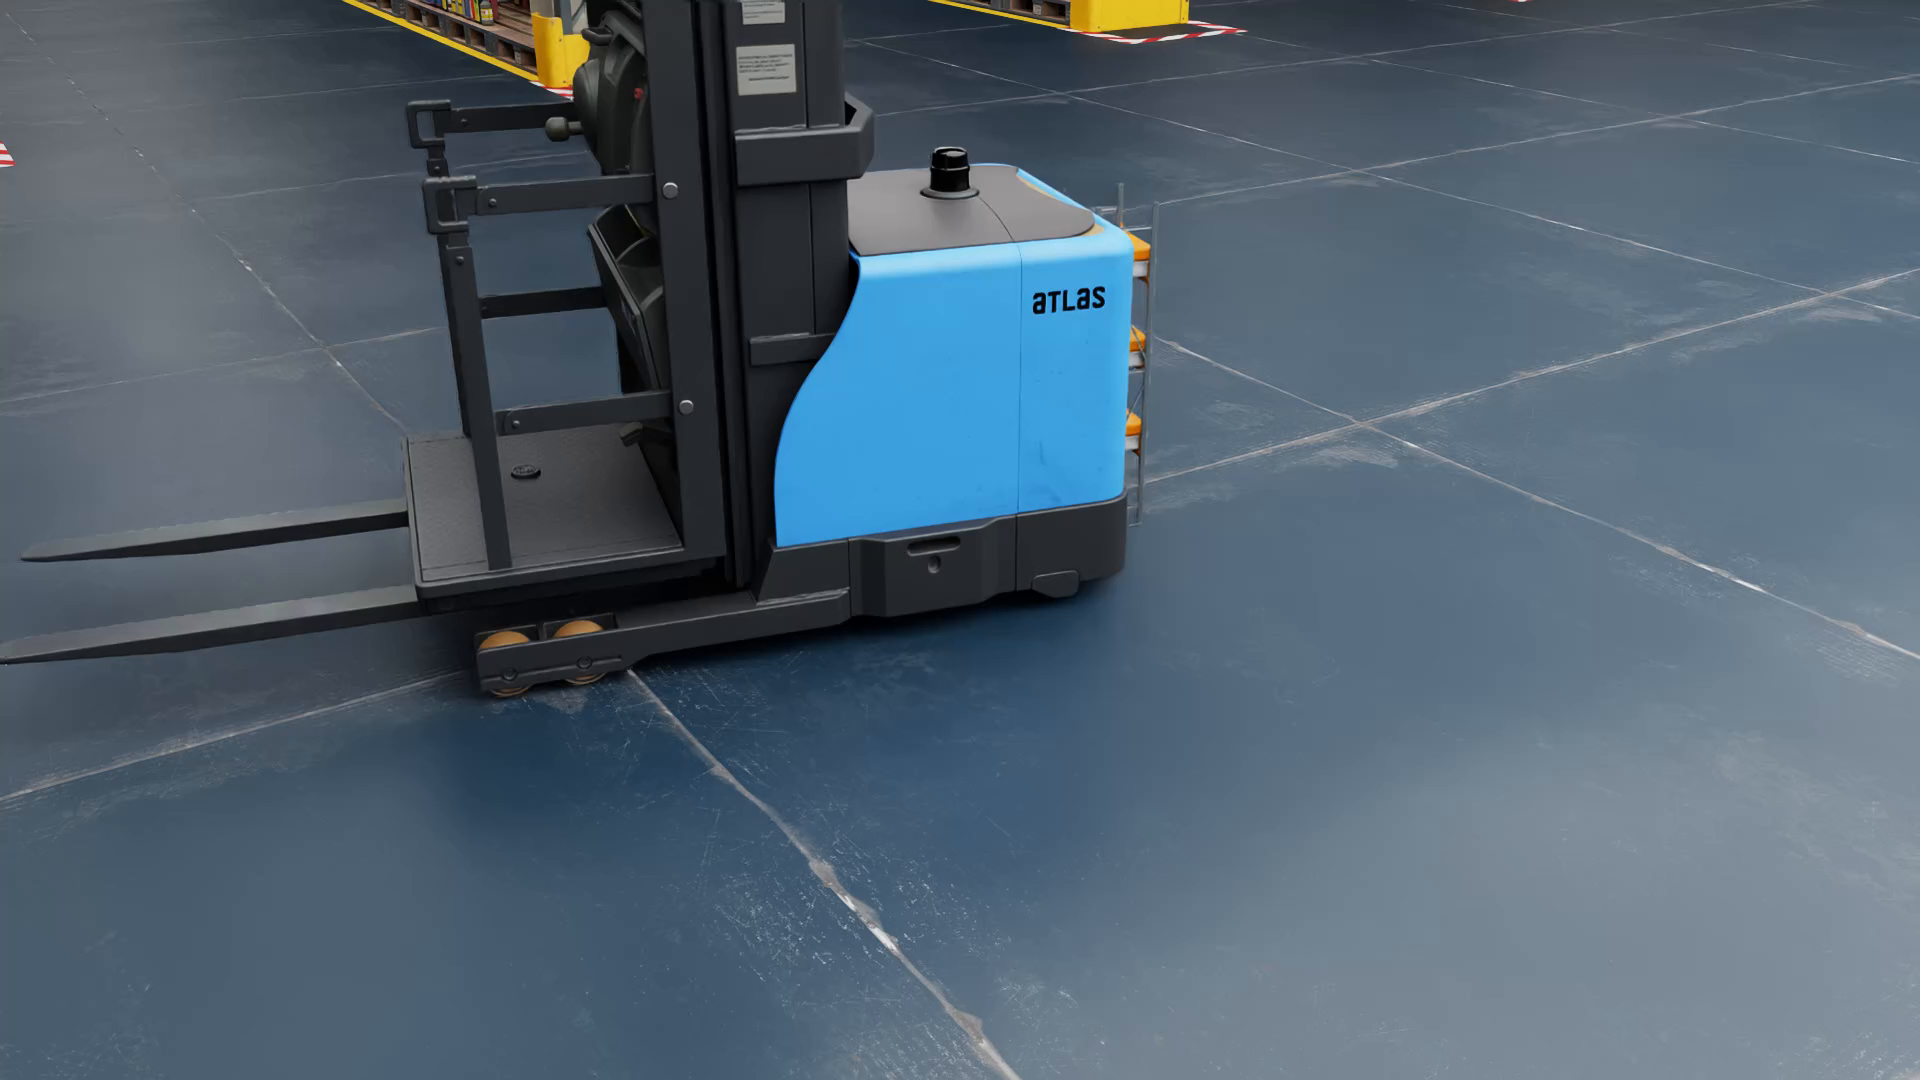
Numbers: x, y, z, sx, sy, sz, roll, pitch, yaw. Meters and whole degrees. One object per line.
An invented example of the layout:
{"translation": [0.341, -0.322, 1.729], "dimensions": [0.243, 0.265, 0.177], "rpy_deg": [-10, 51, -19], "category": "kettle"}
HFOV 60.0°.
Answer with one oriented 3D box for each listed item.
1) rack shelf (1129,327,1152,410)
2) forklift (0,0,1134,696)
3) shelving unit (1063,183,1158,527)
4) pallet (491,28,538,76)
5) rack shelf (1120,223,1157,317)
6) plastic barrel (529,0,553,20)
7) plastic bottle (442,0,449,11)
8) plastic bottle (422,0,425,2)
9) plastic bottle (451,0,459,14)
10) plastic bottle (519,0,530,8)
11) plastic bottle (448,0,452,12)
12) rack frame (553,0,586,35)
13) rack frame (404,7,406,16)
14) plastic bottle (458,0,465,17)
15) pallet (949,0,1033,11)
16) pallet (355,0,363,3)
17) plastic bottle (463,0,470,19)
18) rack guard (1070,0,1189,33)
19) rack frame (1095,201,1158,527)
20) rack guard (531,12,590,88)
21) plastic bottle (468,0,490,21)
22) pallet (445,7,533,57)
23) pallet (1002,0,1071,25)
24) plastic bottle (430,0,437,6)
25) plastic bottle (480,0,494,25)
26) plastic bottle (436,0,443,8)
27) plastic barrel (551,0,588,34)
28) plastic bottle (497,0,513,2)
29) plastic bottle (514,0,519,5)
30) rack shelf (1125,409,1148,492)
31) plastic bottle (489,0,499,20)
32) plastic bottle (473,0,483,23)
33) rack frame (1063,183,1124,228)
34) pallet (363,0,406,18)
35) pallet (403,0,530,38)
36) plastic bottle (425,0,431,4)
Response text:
{"translation": [0.449, -0.549, 5.207], "dimensions": [0.215, 0.259, 0.240], "rpy_deg": [-9, 27, -18], "category": "rack shelf"}
{"translation": [-1.086, -1.168, 4.290], "dimensions": [3.031, 2.935, 1.130], "rpy_deg": [-8, 27, -17], "category": "forklift"}
{"translation": [0.449, -0.558, 5.202], "dimensions": [0.215, 1.050, 0.252], "rpy_deg": [-9, 27, -18], "category": "shelving unit"}
{"translation": [-3.074, -3.942, 13.352], "dimensions": [1.003, 0.211, 1.213], "rpy_deg": [-16, 29, -30], "category": "pallet"}
{"translation": [0.449, -0.805, 5.086], "dimensions": [0.215, 0.259, 0.240], "rpy_deg": [-9, 27, -18], "category": "rack shelf"}
{"translation": [-3.251, -4.356, 13.387], "dimensions": [0.421, 0.512, 0.421], "rpy_deg": [0, 25, 0], "category": "plastic barrel"}
{"translation": [-4.487, -4.774, 14.516], "dimensions": [0.061, 0.283, 0.133], "rpy_deg": [-14, 29, -27], "category": "plastic bottle"}
{"translation": [-4.820, -4.970, 15.027], "dimensions": [0.097, 0.201, 0.097], "rpy_deg": [0, 25, 0], "category": "plastic bottle"}
{"translation": [-4.310, -4.721, 14.325], "dimensions": [0.144, 0.351, 0.185], "rpy_deg": [-16, 30, -30], "category": "plastic bottle"}
{"translation": [-3.867, -4.865, 14.707], "dimensions": [0.061, 0.283, 0.133], "rpy_deg": [-16, 29, -30], "category": "plastic bottle"}
{"translation": [-4.407, -4.699, 14.453], "dimensions": [0.097, 0.201, 0.097], "rpy_deg": [0, 25, 0], "category": "plastic bottle"}
{"translation": [-2.554, -4.895, 12.105], "dimensions": [1.000, 3.000, 0.127], "rpy_deg": [-16, 29, -30], "category": "rack frame"}
{"translation": [-4.738, -6.325, 15.135], "dimensions": [1.000, 3.000, 0.127], "rpy_deg": [-16, 29, -30], "category": "rack frame"}
{"translation": [-4.208, -4.655, 14.184], "dimensions": [0.144, 0.351, 0.185], "rpy_deg": [-14, 29, -27], "category": "plastic bottle"}
{"translation": [0.478, -5.550, 16.759], "dimensions": [1.003, 0.211, 1.213], "rpy_deg": [-16, 29, -30], "category": "pallet"}
{"translation": [-5.869, -5.773, 17.232], "dimensions": [1.003, 0.211, 1.213], "rpy_deg": [-16, 29, -30], "category": "pallet"}
{"translation": [-4.114, -4.563, 14.077], "dimensions": [0.152, 0.276, 0.135], "rpy_deg": [-16, 30, -31], "category": "plastic bottle"}
{"translation": [1.554, -4.946, 15.141], "dimensions": [1.175, 0.500, 0.348], "rpy_deg": [-16, 29, -30], "category": "rack guard"}
{"translation": [0.490, -0.509, 5.098], "dimensions": [0.200, 1.050, 0.008], "rpy_deg": [-9, 27, -18], "category": "rack frame"}
{"translation": [-2.635, -3.780, 12.673], "dimensions": [1.175, 0.500, 0.348], "rpy_deg": [-16, 29, -30], "category": "rack guard"}
{"translation": [-4.039, -4.513, 13.972], "dimensions": [0.152, 0.276, 0.135], "rpy_deg": [-15, 29, -29], "category": "plastic bottle"}
{"translation": [-3.736, -4.378, 14.276], "dimensions": [1.003, 0.211, 1.213], "rpy_deg": [-16, 29, -30], "category": "pallet"}
{"translation": [1.140, -5.114, 15.836], "dimensions": [1.003, 0.211, 1.213], "rpy_deg": [-16, 29, -30], "category": "pallet"}
{"translation": [-4.645, -4.941, 14.790], "dimensions": [0.144, 0.351, 0.185], "rpy_deg": [-15, 29, -28], "category": "plastic bottle"}
{"translation": [-3.924, -4.383, 13.783], "dimensions": [0.097, 0.201, 0.097], "rpy_deg": [0, 25, 0], "category": "plastic bottle"}
{"translation": [-4.542, -4.873, 14.647], "dimensions": [0.144, 0.351, 0.185], "rpy_deg": [-17, 30, -32], "category": "plastic bottle"}
{"translation": [-2.977, -4.177, 13.007], "dimensions": [0.421, 0.512, 0.421], "rpy_deg": [0, 25, 0], "category": "plastic barrel"}
{"translation": [-4.150, -5.017, 15.040], "dimensions": [0.152, 0.276, 0.135], "rpy_deg": [-16, 29, -30], "category": "plastic bottle"}
{"translation": [-3.936, -4.916, 14.815], "dimensions": [0.061, 0.283, 0.133], "rpy_deg": [-16, 29, -30], "category": "plastic bottle"}
{"translation": [0.449, -0.297, 5.326], "dimensions": [0.215, 0.259, 0.240], "rpy_deg": [-9, 27, -18], "category": "rack shelf"}
{"translation": [-3.950, -4.542, 14.023], "dimensions": [0.061, 0.283, 0.133], "rpy_deg": [-16, 29, -30], "category": "plastic bottle"}
{"translation": [-4.003, -4.457, 13.845], "dimensions": [0.061, 0.283, 0.133], "rpy_deg": [-15, 29, -28], "category": "plastic bottle"}
{"translation": [0.408, -0.607, 5.306], "dimensions": [0.200, 1.050, 0.008], "rpy_deg": [-9, 27, -18], "category": "rack frame"}
{"translation": [-5.199, -5.336, 16.306], "dimensions": [1.003, 0.211, 1.213], "rpy_deg": [-16, 29, -30], "category": "pallet"}
{"translation": [-4.406, -4.814, 15.201], "dimensions": [1.003, 0.211, 1.213], "rpy_deg": [-16, 29, -30], "category": "pallet"}
{"translation": [-4.732, -4.967, 14.934], "dimensions": [0.152, 0.276, 0.135], "rpy_deg": [-14, 29, -28], "category": "plastic bottle"}
